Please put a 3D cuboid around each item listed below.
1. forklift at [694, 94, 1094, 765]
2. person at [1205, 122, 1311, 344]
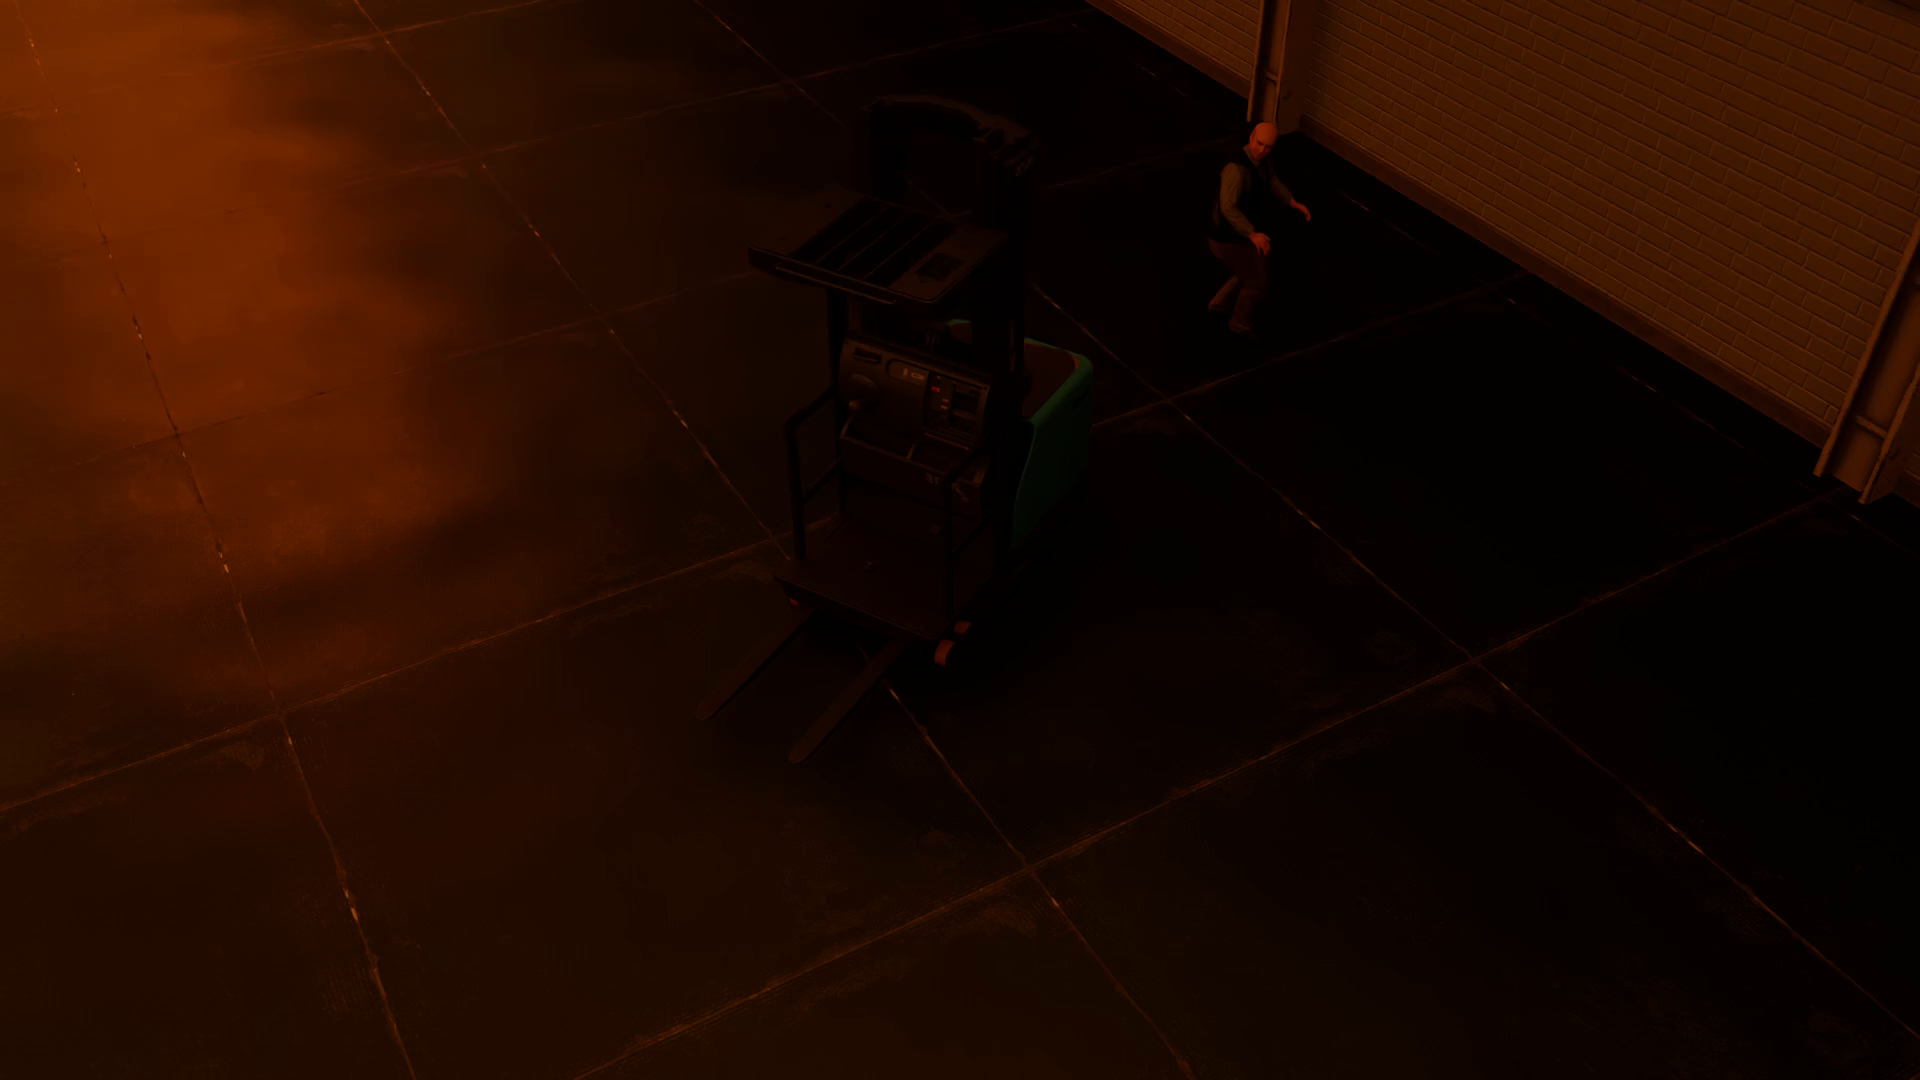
[{"bbox_3d":[-0.362,-0.738,8.926,1.130,2.935,3.031,21,44,23],"label":"forklift"},{"bbox_3d":[2.076,-2.138,11.640,0.694,1.660,0.770,10,41,12],"label":"person"}]
